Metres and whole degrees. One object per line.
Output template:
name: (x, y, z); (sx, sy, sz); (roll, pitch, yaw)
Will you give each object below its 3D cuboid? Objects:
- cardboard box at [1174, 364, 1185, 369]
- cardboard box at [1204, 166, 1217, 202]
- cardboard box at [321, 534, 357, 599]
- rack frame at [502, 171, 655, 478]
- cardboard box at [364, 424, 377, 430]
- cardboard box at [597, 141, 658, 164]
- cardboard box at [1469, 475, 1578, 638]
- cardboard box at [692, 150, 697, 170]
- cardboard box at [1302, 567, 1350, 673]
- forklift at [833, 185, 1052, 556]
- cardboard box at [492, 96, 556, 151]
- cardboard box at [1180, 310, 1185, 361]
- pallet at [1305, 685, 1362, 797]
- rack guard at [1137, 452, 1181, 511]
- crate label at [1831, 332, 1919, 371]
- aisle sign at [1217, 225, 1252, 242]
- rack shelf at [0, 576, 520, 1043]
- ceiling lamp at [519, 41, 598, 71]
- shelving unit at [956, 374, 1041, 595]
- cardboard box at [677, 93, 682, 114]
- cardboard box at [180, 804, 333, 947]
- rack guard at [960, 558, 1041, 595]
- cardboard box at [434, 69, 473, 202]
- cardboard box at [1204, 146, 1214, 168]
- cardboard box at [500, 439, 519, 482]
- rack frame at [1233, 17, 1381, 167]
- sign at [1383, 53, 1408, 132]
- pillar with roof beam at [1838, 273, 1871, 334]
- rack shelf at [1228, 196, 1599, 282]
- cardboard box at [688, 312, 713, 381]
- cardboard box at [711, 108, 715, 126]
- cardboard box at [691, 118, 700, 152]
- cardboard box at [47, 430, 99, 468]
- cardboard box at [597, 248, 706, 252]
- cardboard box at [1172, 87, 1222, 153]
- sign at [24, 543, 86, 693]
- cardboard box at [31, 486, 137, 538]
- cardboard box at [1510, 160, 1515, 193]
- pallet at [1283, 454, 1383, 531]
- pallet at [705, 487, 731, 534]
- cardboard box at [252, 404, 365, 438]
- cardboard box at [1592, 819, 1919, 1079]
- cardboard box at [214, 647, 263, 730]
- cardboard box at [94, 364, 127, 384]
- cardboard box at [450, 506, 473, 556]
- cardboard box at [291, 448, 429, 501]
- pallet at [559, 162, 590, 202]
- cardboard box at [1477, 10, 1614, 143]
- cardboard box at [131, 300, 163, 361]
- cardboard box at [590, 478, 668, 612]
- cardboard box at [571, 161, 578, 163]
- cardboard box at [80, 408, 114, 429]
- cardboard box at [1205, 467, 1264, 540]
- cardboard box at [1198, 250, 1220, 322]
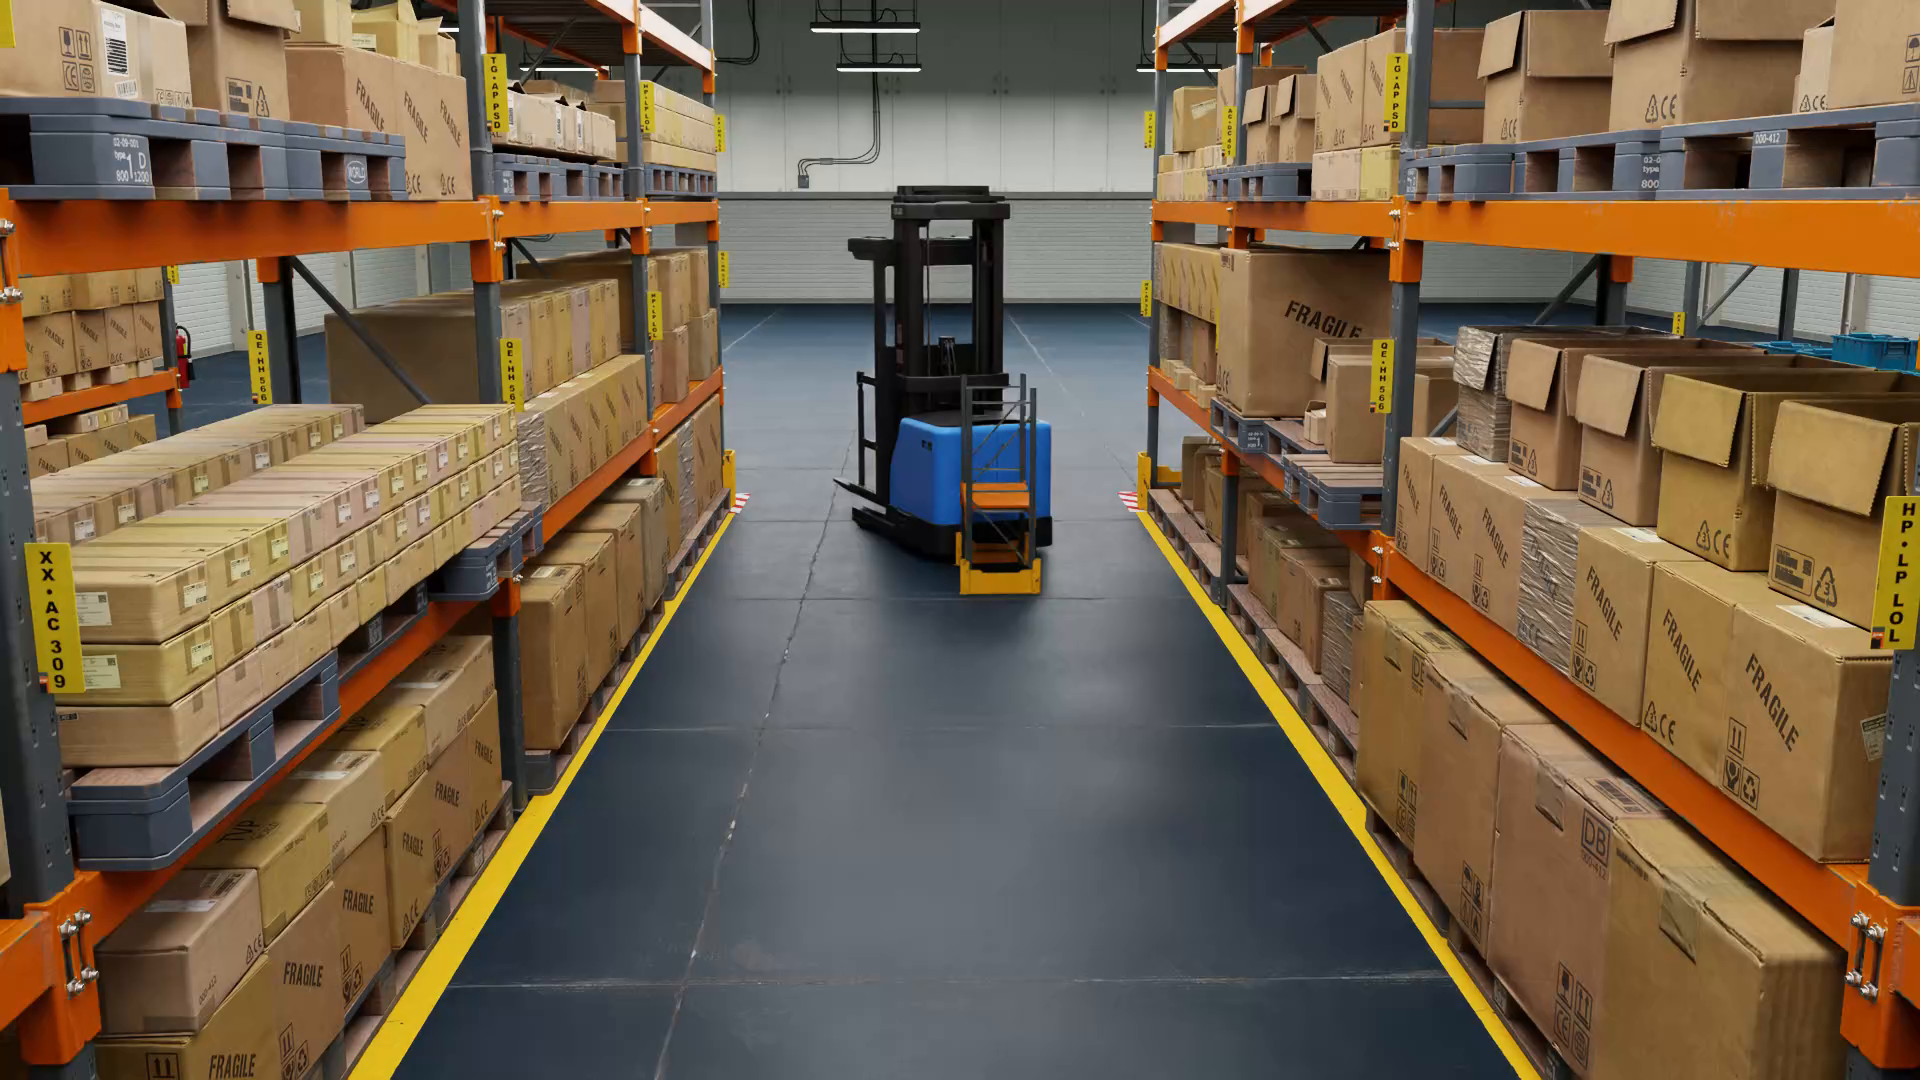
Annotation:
cardboard box: (2.021, -1.412, 14.105); (0.380, 0.149, 0.250); (0, 11, -1)
cardboard box: (2.065, -2.586, 12.095); (0.500, 0.250, 0.500); (0, 11, 0)
cardboard box: (-2.035, 0.078, 4.960); (0.380, 0.149, 0.250); (0, 11, 1)
rack frame: (-2.625, -0.996, 11.423); (1.000, 3.000, 0.127); (0, 11, -1)
cardboard box: (-2.820, -0.338, 7.930); (0.500, 0.500, 0.500); (0, 11, -1)
cardboard box: (-2.293, -2.671, 11.462); (0.380, 0.149, 0.250); (0, 11, -2)
cardboard box: (2.183, 0.052, 6.007); (0.500, 0.500, 0.500); (0, 11, -2)
cardboard box: (-2.336, -3.075, 13.454); (0.380, 0.149, 0.250); (0, 11, -1)
cardboard box: (2.342, 0.452, 9.465); (0.700, 0.500, 0.500); (1, 11, 4)
forklift: (-0.303, -1.557, 14.362); (1.130, 2.935, 3.031); (-5, 12, -23)
cardboard box: (-2.348, -2.096, 8.374); (0.500, 0.250, 0.500); (0, 11, 0)
cardboard box: (2.367, -1.778, 14.278); (0.875, 0.500, 0.500); (0, 11, -1)
pallet: (2.404, 1.010, 8.549); (1.003, 0.211, 1.213); (0, 11, -1)
rack guard: (2.255, -0.551, 15.518); (1.175, 0.500, 0.348); (0, 11, -1)
crate label: (7.513, -1.464, 13.643); (0.502, 0.435, 0.616); (0, 11, -1)
aisle sign: (2.552, -3.079, 15.153); (0.394, 0.787, 0.004); (0, 11, -1)
rack shelf: (-2.501, 0.549, 5.616); (1.077, 0.370, 4.000); (0, 11, -1)
ceiling lamp: (-9.296, -12.603, 38.867); (2.000, 3.185, 0.800); (0, 11, -1)
shelving unit: (0.277, -0.445, 12.481); (0.587, 1.500, 1.083); (0, 11, -2)
cardboard box: (-2.321, -3.315, 12.630); (0.380, 0.149, 0.250); (0, 11, -1)
cardboard box: (-2.225, 0.992, 4.968); (0.500, 0.250, 0.500); (0, 11, 0)
rack guard: (0.295, 0.266, 12.118); (0.587, 0.250, 0.087); (0, 11, -2)
cardboard box: (-2.277, -1.607, 6.642); (0.500, 0.500, 0.500); (0, 11, -1)
cardboard box: (2.003, -2.809, 12.192); (0.380, 0.149, 0.250); (-1, 11, -3)
cardboard box: (-2.077, -0.333, 6.983); (0.380, 0.149, 0.250); (0, 11, 0)
rack frame: (2.336, -3.936, 10.828); (1.000, 3.000, 0.127); (0, 11, -1)
sign: (1.876, -1.923, 7.147); (0.100, 0.325, 0.005); (0, 11, -1)
pillar with roof beam: (13.313, -8.217, 31.930); (9.100, 9.000, 0.548); (0, 11, -1)
rack shelf: (2.377, -1.716, 9.239); (1.077, 0.370, 4.000); (0, 11, -1)
cardboard box: (-2.622, -1.682, 14.427); (0.875, 0.550, 0.550); (0, 11, -1)
cardboard box: (-2.362, -3.718, 14.615); (0.380, 0.149, 0.250); (0, 11, -1)
cardboard box: (-2.399, -3.293, 13.522); (0.500, 0.250, 0.500); (0, 11, -1)
cardboard box: (-7.360, -0.614, 13.515); (0.500, 0.500, 0.500); (-1, 11, -2)
cardboard box: (-2.739, -2.320, 14.856); (0.875, 0.550, 0.550); (0, 11, -1)
cardboard box: (2.014, -3.405, 13.497); (0.500, 0.500, 0.500); (0, 11, -1)
sign: (-1.918, 0.166, 3.517); (0.100, 0.325, 0.005); (0, 11, -1)
cardboard box: (-2.680, -0.065, 4.913); (0.380, 0.149, 0.250); (-1, 11, -3)
cardboard box: (2.663, -1.692, 7.688); (0.500, 0.250, 0.500); (0, 11, 0)
pallet: (2.297, -0.248, 8.221); (1.213, 0.211, 1.003); (0, 11, -1)
pallet: (-2.613, -0.266, 14.838); (1.003, 0.211, 1.213); (0, 11, -1)
cardboard box: (-2.727, -0.481, 6.967); (0.380, 0.149, 0.250); (0, 11, -1)
cardboard box: (2.468, 1.302, 4.382); (1.225, 0.875, 0.875); (0, 11, -1)
cardboard box: (-2.020, 0.376, 4.235); (0.380, 0.149, 0.250); (0, 11, 0)
cardboard box: (-7.298, -1.402, 14.057); (0.380, 0.149, 0.250); (0, 11, 0)
cardboard box: (-2.062, -0.037, 6.274); (0.380, 0.149, 0.250); (0, 11, -2)
cardboard box: (-2.050, -0.222, 5.690); (0.380, 0.149, 0.250); (0, 11, 2)
pallet: (-2.635, -1.928, 8.950); (1.003, 0.211, 1.213); (0, 11, 1)
cardboard box: (2.503, -1.807, 6.559); (0.797, 0.503, 0.637); (0, 11, 2)
cardboard box: (-7.368, -1.839, 14.578); (0.500, 0.500, 0.500); (0, 11, -2)
cardboard box: (-2.523, 0.024, 10.999); (1.050, 0.750, 0.750); (0, 11, -1)
cardboard box: (-2.965, -2.770, 11.949); (0.380, 0.149, 0.250); (0, 11, 0)
cardboard box: (-7.301, -1.013, 13.852); (0.380, 0.149, 0.250); (0, 11, 0)
cardboard box: (2.257, -0.293, 13.192); (0.500, 0.500, 0.500); (-1, 12, -6)
cardboard box: (2.040, -1.869, 12.211); (0.500, 0.500, 0.500); (0, 11, -1)
